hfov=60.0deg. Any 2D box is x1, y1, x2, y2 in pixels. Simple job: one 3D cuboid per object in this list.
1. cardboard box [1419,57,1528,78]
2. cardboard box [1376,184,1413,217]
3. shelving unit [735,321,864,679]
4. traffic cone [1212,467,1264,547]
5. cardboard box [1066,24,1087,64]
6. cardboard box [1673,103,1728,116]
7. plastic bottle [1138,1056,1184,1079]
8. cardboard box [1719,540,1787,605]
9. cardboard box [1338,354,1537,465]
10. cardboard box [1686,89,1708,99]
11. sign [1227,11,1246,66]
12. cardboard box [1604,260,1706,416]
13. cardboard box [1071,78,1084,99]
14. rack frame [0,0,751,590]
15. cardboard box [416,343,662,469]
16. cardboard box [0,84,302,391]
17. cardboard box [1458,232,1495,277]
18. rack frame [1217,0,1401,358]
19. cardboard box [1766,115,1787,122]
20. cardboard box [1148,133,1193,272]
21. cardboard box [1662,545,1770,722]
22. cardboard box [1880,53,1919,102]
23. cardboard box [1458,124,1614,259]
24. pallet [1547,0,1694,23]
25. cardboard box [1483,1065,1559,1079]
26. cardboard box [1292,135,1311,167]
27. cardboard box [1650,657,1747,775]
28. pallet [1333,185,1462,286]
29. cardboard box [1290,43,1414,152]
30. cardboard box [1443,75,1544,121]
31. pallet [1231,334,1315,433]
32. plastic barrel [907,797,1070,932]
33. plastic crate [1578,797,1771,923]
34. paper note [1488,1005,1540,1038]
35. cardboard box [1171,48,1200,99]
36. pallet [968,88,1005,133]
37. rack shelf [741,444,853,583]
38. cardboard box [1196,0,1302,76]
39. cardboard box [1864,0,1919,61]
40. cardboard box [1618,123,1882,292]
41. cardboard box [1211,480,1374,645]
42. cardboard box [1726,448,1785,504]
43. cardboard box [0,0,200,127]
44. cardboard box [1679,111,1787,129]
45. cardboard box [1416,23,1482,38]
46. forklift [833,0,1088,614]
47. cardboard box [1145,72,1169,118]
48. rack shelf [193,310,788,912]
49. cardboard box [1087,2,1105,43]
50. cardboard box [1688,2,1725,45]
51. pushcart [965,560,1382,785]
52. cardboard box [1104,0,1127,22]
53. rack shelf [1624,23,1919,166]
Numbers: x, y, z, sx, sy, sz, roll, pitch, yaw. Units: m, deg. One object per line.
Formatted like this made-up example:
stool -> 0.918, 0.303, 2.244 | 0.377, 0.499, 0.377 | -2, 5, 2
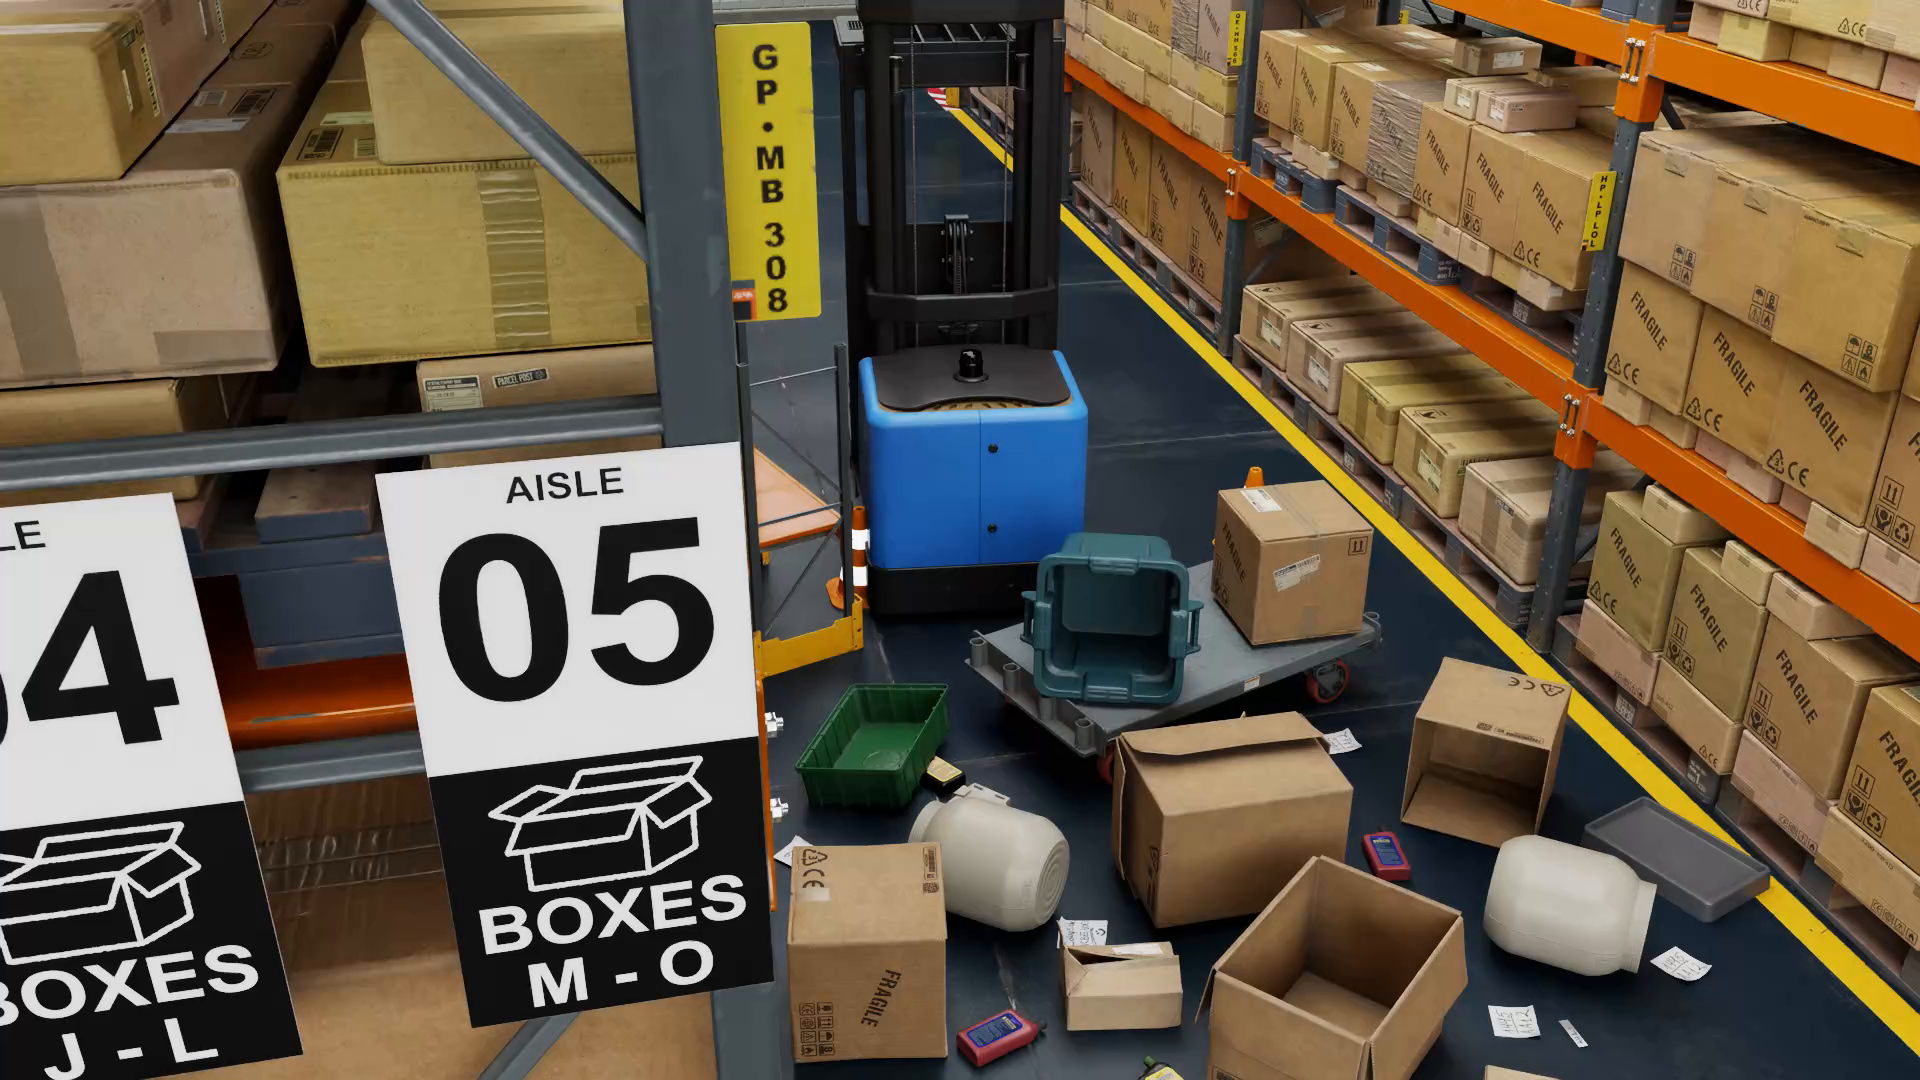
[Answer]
cardboard box -> 2.862, -2.384, 9.238 | 0.500, 0.500, 0.500 | -8, 28, -15
cardboard box -> 2.456, -1.837, 8.874 | 0.380, 0.149, 0.250 | -5, 27, -10
shelving unit -> -0.977, -0.306, 7.691 | 0.587, 1.500, 1.083 | -16, 31, -28
traffic cone -> 1.505, -0.152, 8.537 | 0.336, 0.463, 0.334 | -6, 27, -12
cardboard box -> 1.188, -4.107, 13.725 | 0.500, 0.250, 0.500 | -7, 28, -13
cardboard box -> 6.304, -3.619, 14.179 | 0.380, 0.149, 0.250 | -6, 27, -12
plastic bottle -> 0.650, 1.738, 5.238 | 0.133, 0.061, 0.283 | -16, 31, -29
cardboard box -> 3.106, 0.106, 6.244 | 0.380, 0.149, 0.250 | -5, 27, -10
cardboard box -> 2.704, -0.747, 9.351 | 0.950, 0.372, 0.625 | -5, 27, -10
cardboard box -> 6.672, -3.908, 14.752 | 0.380, 0.149, 0.250 | -6, 27, -11
sign -> 1.707, -3.097, 10.272 | 0.100, 0.325, 0.005 | -6, 27, -12
cardboard box -> 2.976, -0.838, 6.640 | 0.500, 0.500, 0.500 | -6, 27, -12
cardboard box -> 1.106, -4.117, 15.956 | 0.875, 0.438, 0.875 | -7, 28, -13
rack frame -> -0.750, -1.257, 1.254 | 1.000, 3.000, 0.127 | -6, 27, -12
cardboard box -> -0.515, -0.221, 2.232 | 0.380, 0.149, 0.250 | -6, 27, -11
cardboard box -> -1.133, -0.403, 2.149 | 0.500, 0.250, 0.500 | -6, 27, -11
cardboard box -> 2.628, -1.382, 7.973 | 0.380, 0.149, 0.250 | -6, 27, -12
rack frame -> 2.247, -2.638, 10.648 | 1.000, 3.000, 0.127 | -6, 27, -12
cardboard box -> 6.905, -3.451, 13.846 | 0.380, 0.149, 0.250 | -7, 28, -14
cardboard box -> 1.975, -2.581, 12.426 | 0.875, 0.875, 0.875 | -6, 27, -11
cardboard box -> 3.150, 0.343, 6.494 | 0.500, 0.500, 0.500 | -5, 27, -10
cardboard box -> 3.215, -1.497, 5.336 | 0.380, 0.149, 0.250 | -7, 28, -13
cardboard box -> 2.708, -1.644, 7.771 | 0.500, 0.500, 0.500 | -6, 27, -11
pallet -> 3.113, -2.419, 7.093 | 1.213, 0.211, 1.003 | -6, 27, -12
cardboard box -> 1.787, 1.777, 5.065 | 0.380, 0.149, 0.250 | 8, 28, 15
cardboard box -> 2.187, -2.300, 9.790 | 0.380, 0.149, 0.250 | -8, 28, -15
cardboard box -> 3.150, 0.678, 6.664 | 0.500, 0.250, 0.500 | -4, 27, -9
pallet -> 2.733, -1.688, 8.977 | 1.003, 0.211, 1.213 | -6, 27, -12
cardboard box -> 2.247, -2.554, 9.574 | 0.500, 0.500, 0.500 | -5, 27, -9
cardboard box -> 2.572, -2.136, 8.025 | 0.380, 0.149, 0.250 | -7, 28, -14
pallet -> 2.422, -1.050, 10.596 | 1.003, 0.211, 1.213 | -6, 27, -12
plastic barrel -> 0.099, 1.157, 5.987 | 0.512, 0.421, 0.421 | 13, 30, 24
plastic crate -> 2.703, 1.194, 6.296 | 0.402, 0.080, 0.583 | -16, 31, -29
paper note -> 1.852, 1.604, 5.552 | 0.148, 0.019, 0.142 | 3, 27, 6
cardboard box -> 1.771, -3.206, 11.384 | 0.500, 0.250, 0.500 | -7, 28, -13
pallet -> 0.701, -4.562, 17.554 | 1.003, 0.211, 1.213 | -6, 27, -12
rack shelf -> -0.972, -0.142, 7.766 | 0.538, 0.185, 1.000 | -16, 31, -28
cardboard box -> 1.876, -3.330, 10.797 | 0.500, 0.500, 0.500 | -7, 28, -13
cardboard box -> 3.206, -1.619, 5.137 | 0.500, 0.250, 0.500 | -6, 27, -11
cardboard box -> 3.036, -1.291, 6.428 | 0.700, 0.500, 0.500 | -6, 27, -12
cardboard box -> 1.421, 0.090, 7.177 | 0.500, 0.500, 0.500 | -6, 27, -12
cardboard box -> 3.126, -0.268, 6.230 | 0.380, 0.149, 0.250 | -5, 27, -10
cardboard box -> -1.211, -0.617, 2.132 | 0.380, 0.149, 0.250 | -6, 27, -11
cardboard box -> 3.387, -1.779, 7.319 | 0.380, 0.149, 0.250 | -6, 27, -12
cardboard box -> 5.325, -5.451, 18.525 | 0.797, 0.503, 0.637 | -7, 28, -14
forklift -> -0.066, -1.589, 8.645 | 1.130, 2.935, 3.031 | -3, 27, -5
cardboard box -> 1.652, -3.212, 11.952 | 0.500, 0.250, 0.500 | -6, 27, -12
rack shelf -> -1.201, -0.475, 3.832 | 1.077, 0.370, 4.000 | -6, 27, -12
cardboard box -> 1.315, -4.102, 13.161 | 0.500, 0.250, 0.500 | -6, 27, -11
cardboard box -> 2.978, -1.946, 6.226 | 0.380, 0.149, 0.250 | -6, 27, -12
pushcart -> 0.938, 0.542, 7.257 | 1.648, 0.377, 0.936 | -16, 31, -29
cardboard box -> 1.417, -4.222, 12.565 | 0.500, 0.500, 0.500 | -7, 28, -13
rack shelf -> 3.599, -1.022, 4.915 | 1.077, 0.370, 4.000 | -6, 27, -12
